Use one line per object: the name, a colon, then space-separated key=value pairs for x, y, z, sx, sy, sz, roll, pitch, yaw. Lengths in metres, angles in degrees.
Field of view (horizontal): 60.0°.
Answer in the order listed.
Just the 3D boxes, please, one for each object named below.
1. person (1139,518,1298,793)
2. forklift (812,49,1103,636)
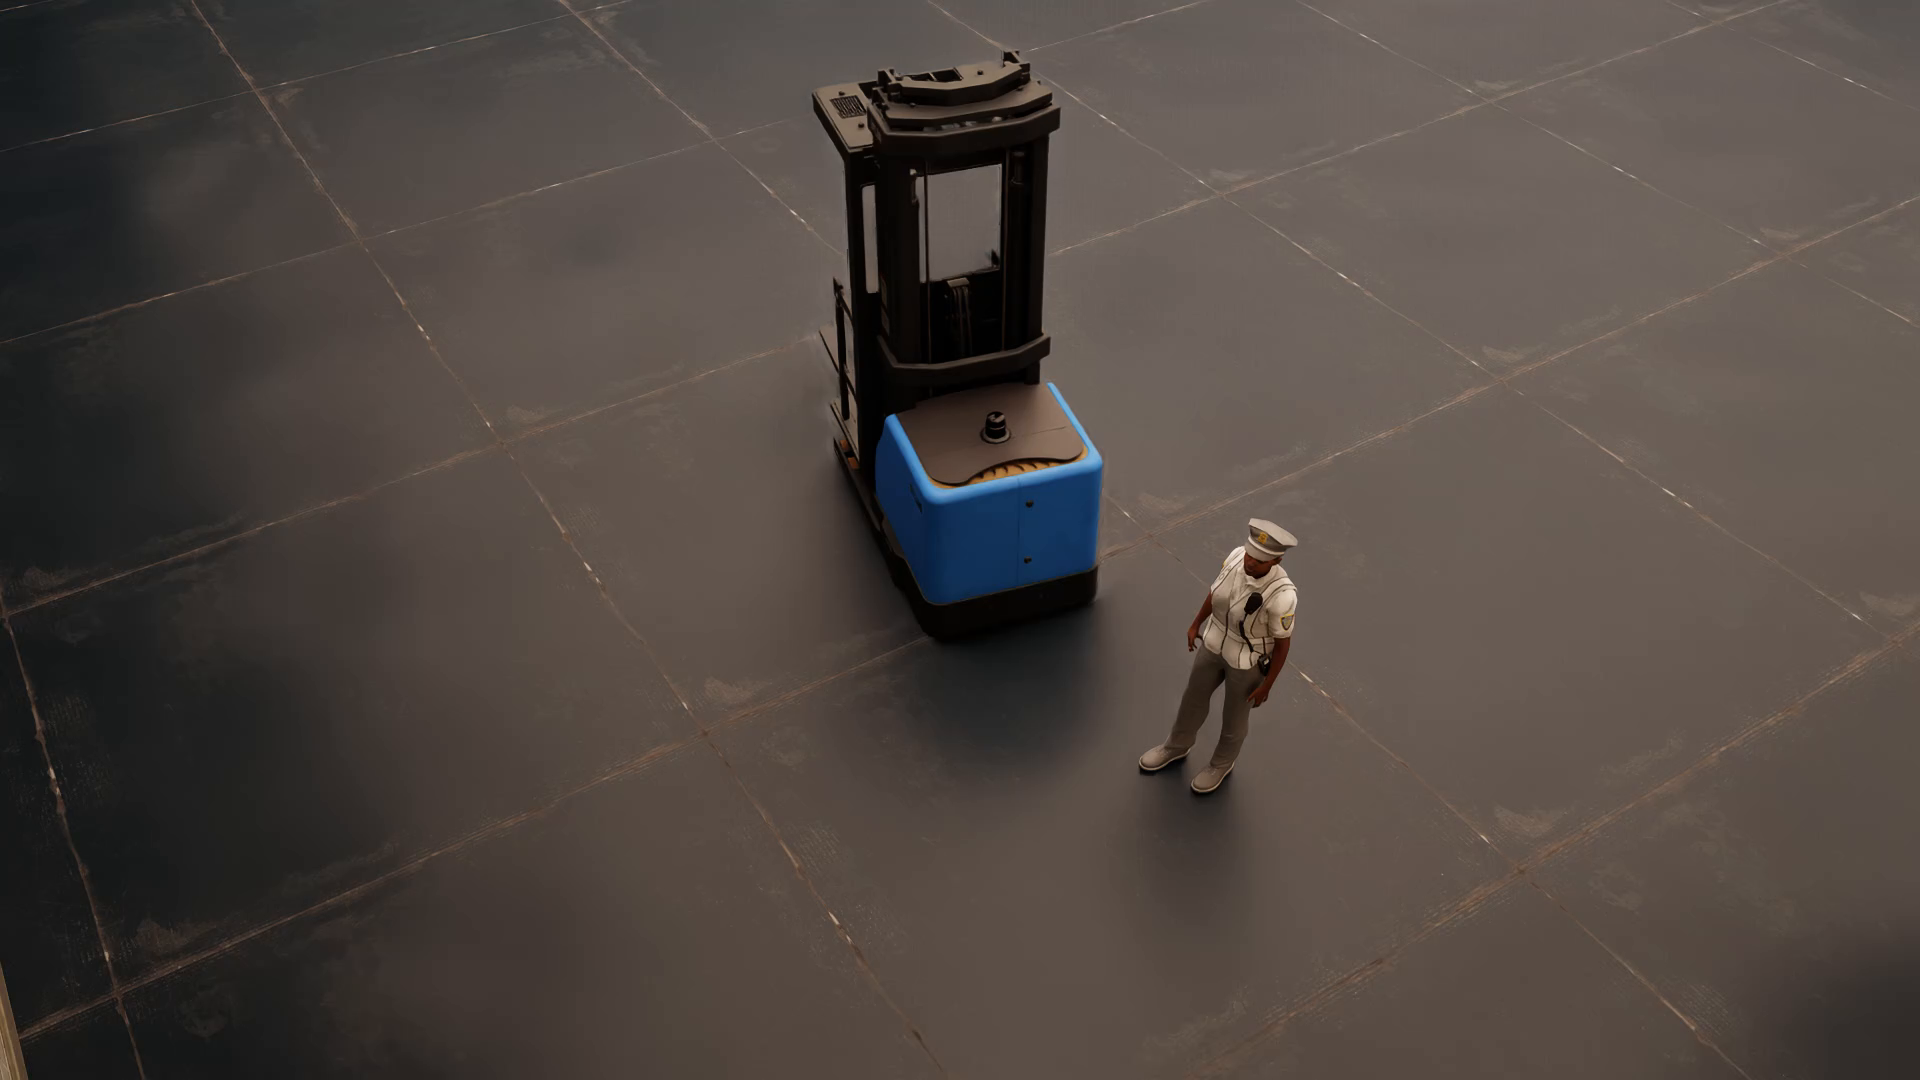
person: x=1.295 y=0.578 z=8.138 sx=0.531 sy=1.695 sz=0.568 roll=-27 pitch=48 yaw=-27
forklift: x=-0.163 y=-1.542 z=9.636 sx=1.130 sy=2.935 sz=3.031 roll=-13 pitch=43 yaw=-14
